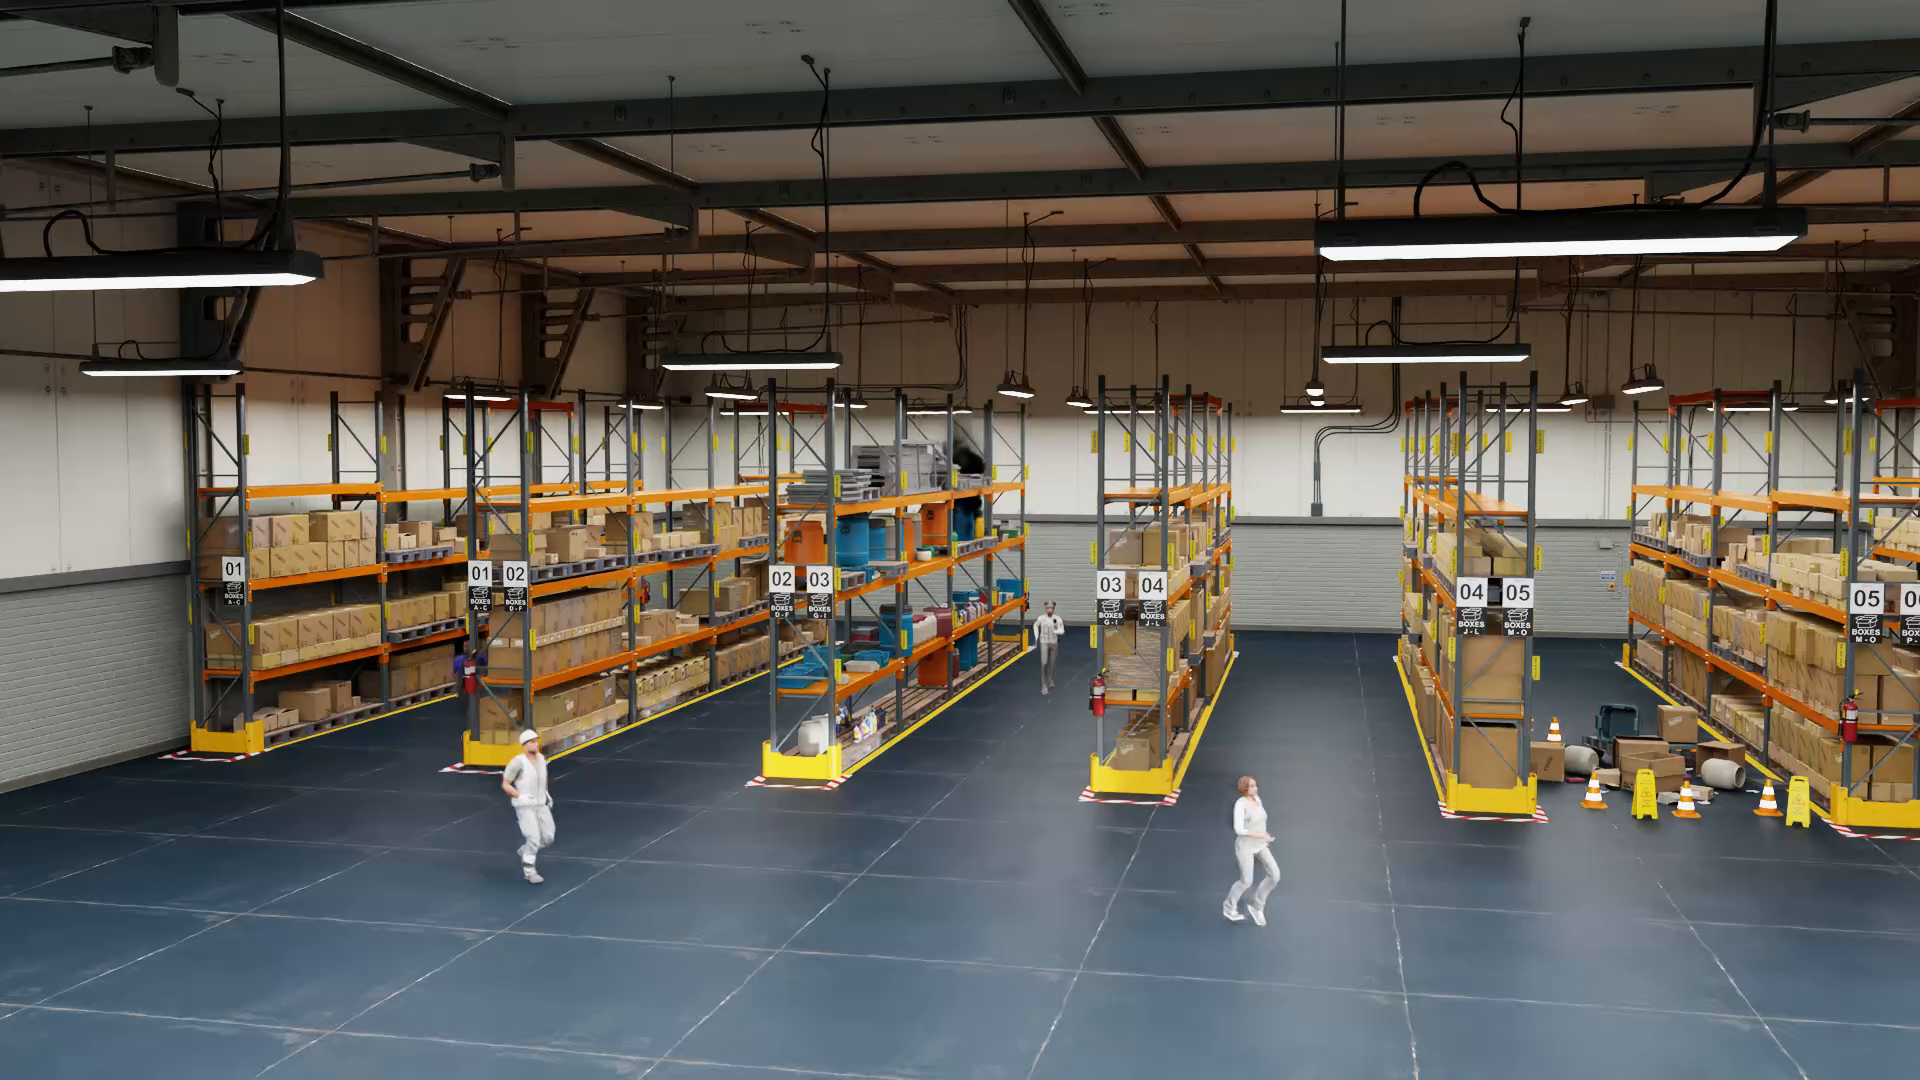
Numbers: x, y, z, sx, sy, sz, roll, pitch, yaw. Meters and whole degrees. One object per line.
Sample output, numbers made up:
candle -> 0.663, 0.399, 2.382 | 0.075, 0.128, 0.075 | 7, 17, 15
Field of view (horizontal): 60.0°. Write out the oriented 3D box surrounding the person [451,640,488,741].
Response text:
person -> -8.394, 2.536, 28.405 | 0.579, 1.657, 0.923 | 0, 3, 1

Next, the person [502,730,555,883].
person -> -4.938, 3.039, 19.022 | 0.594, 1.746, 0.663 | 2, 4, 34

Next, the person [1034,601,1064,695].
person -> 1.713, 2.058, 31.952 | 0.576, 1.799, 0.705 | 0, 3, 0

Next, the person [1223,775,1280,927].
person -> 3.036, 3.228, 17.306 | 0.548, 1.585, 0.661 | -3, 4, -42
